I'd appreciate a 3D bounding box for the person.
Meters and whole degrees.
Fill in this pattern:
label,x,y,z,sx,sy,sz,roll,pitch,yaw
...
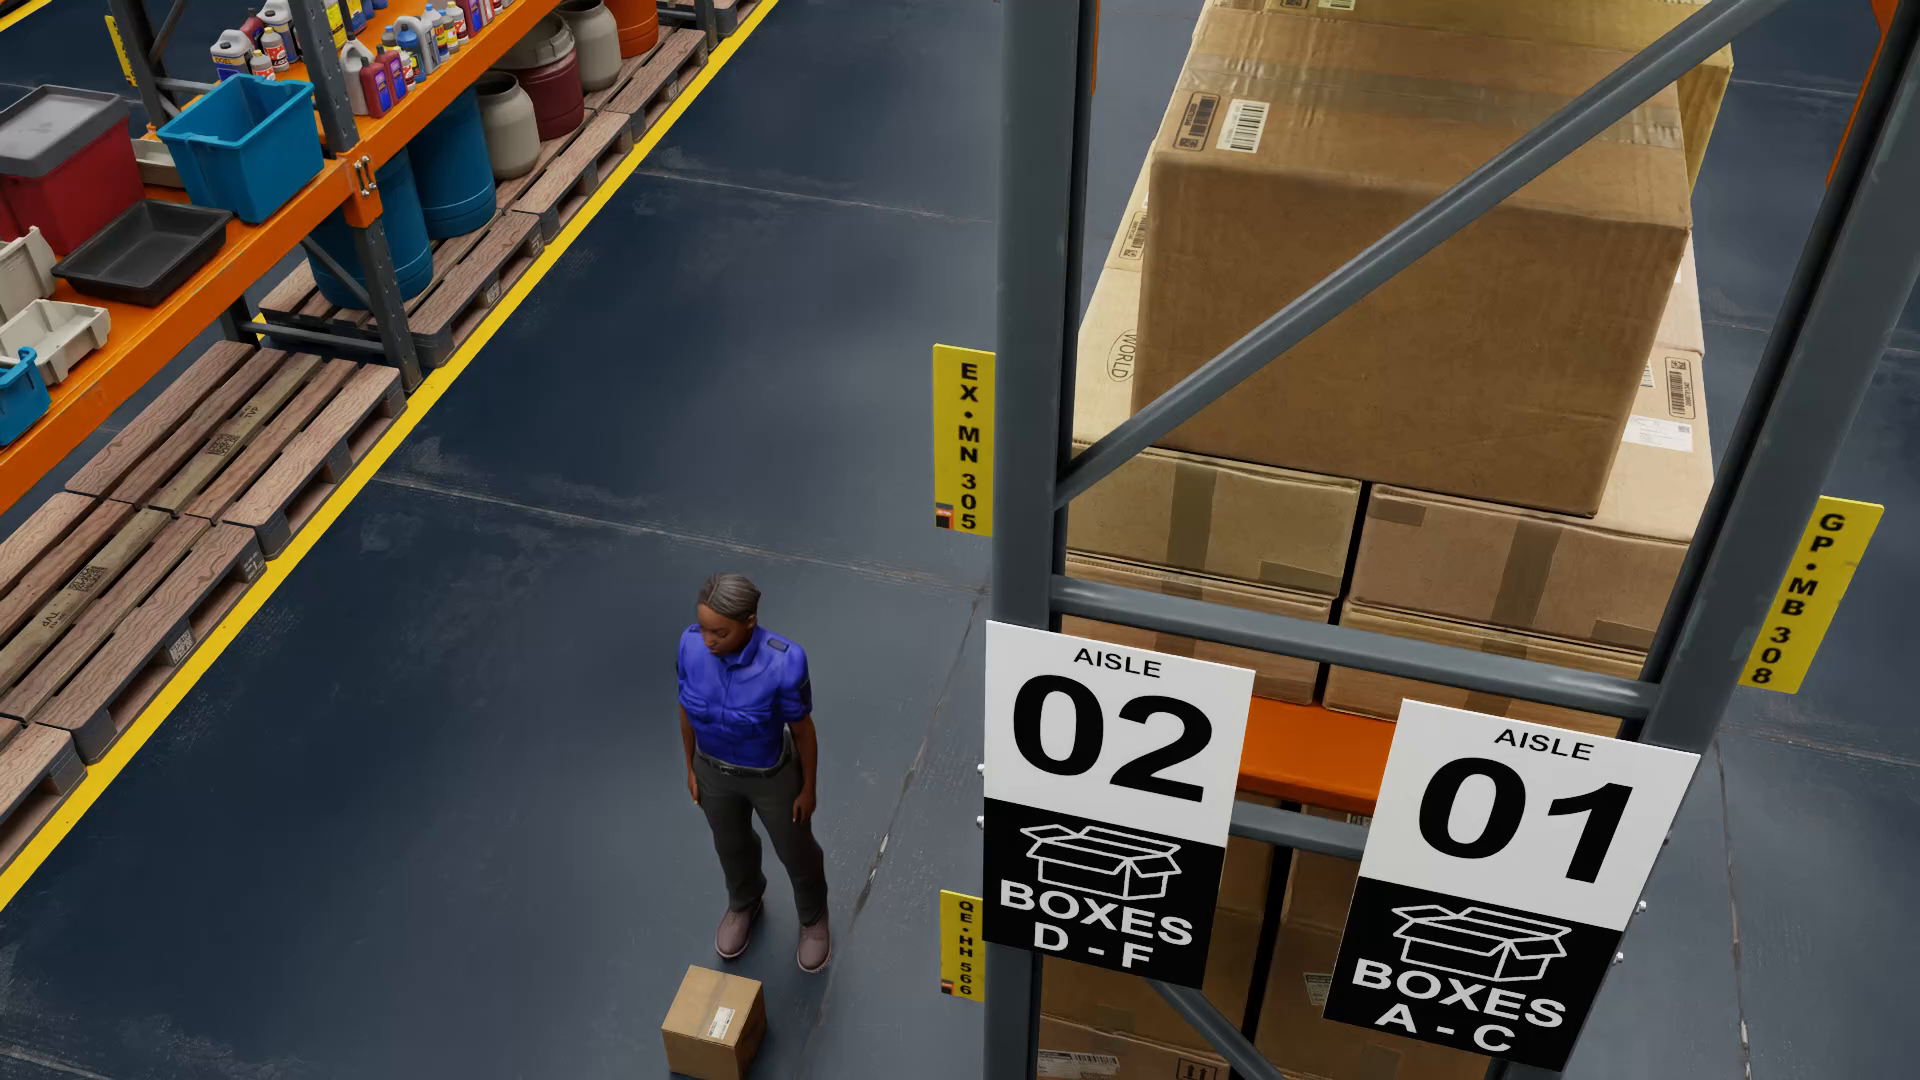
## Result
label,x,y,z,sx,sy,sz,roll,pitch,yaw
person,-0.663,0.755,5.306,0.468,1.679,0.318,11,42,12
